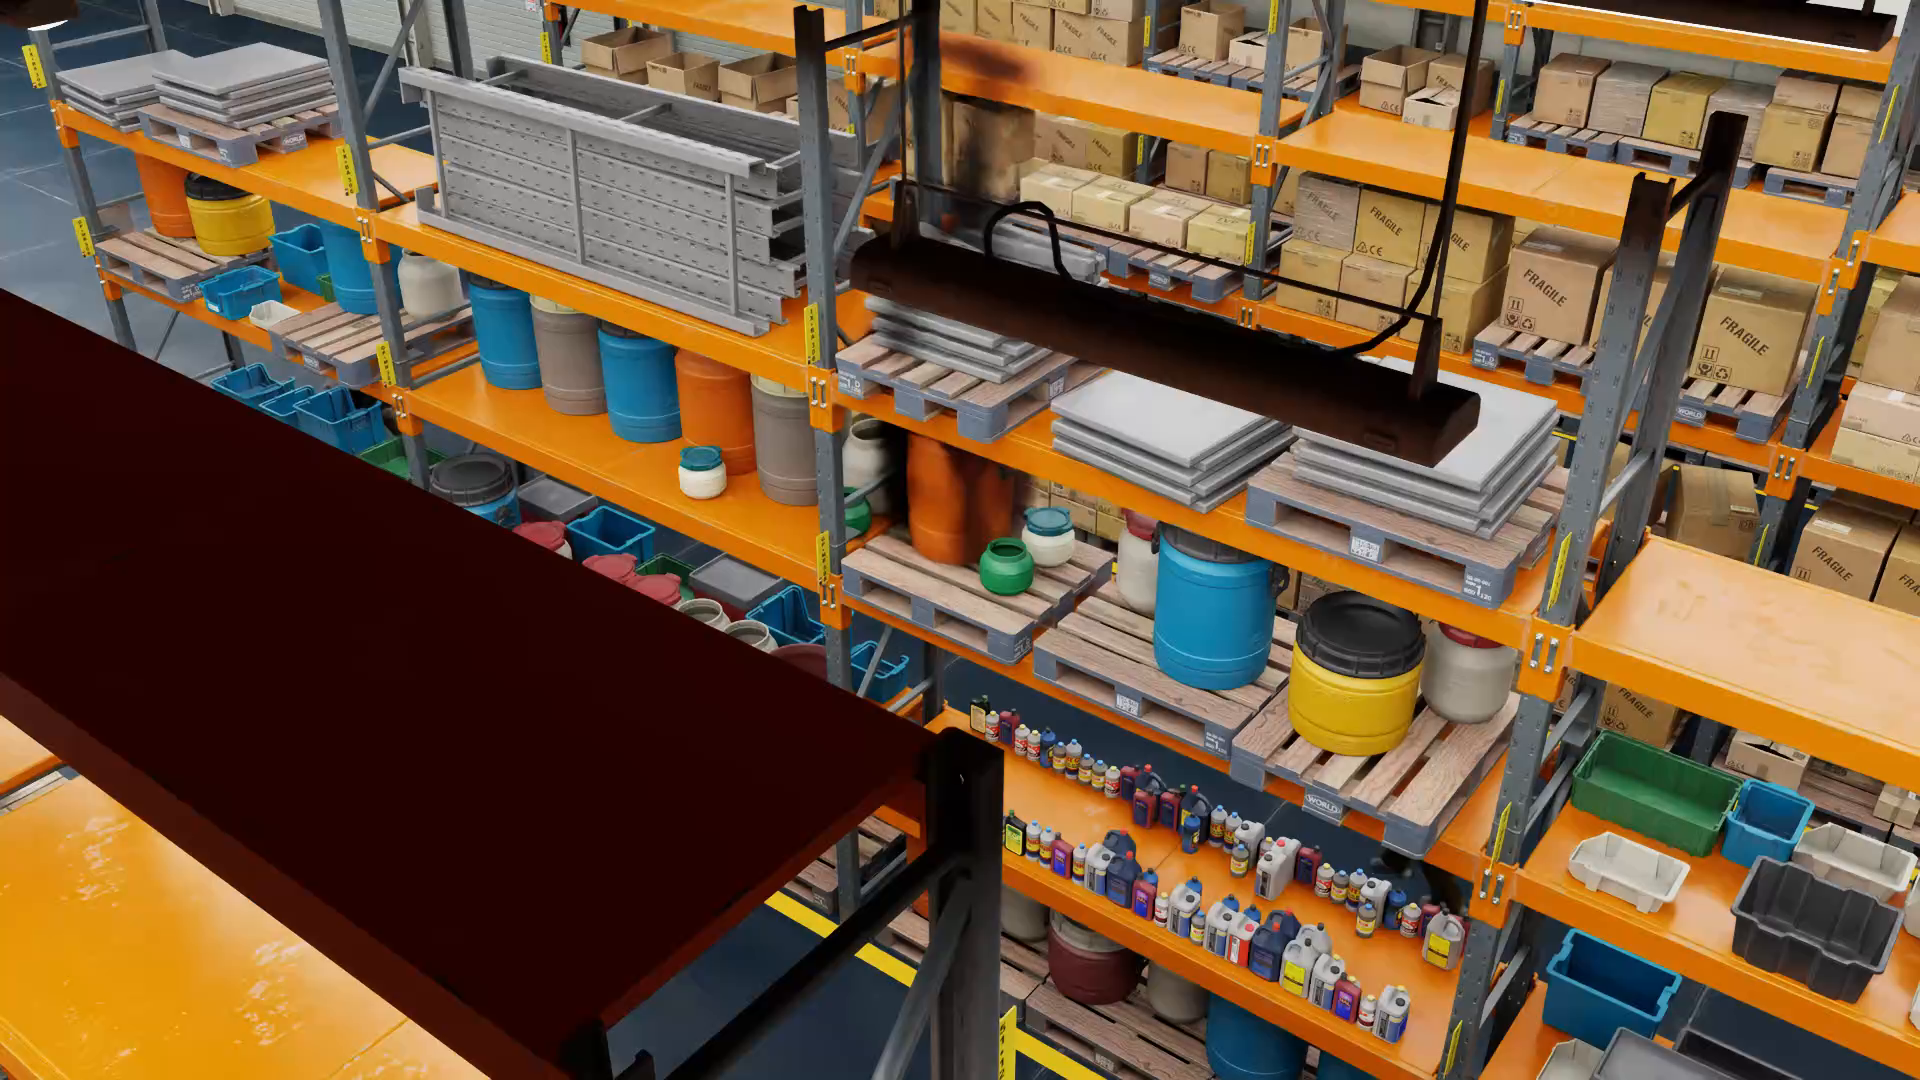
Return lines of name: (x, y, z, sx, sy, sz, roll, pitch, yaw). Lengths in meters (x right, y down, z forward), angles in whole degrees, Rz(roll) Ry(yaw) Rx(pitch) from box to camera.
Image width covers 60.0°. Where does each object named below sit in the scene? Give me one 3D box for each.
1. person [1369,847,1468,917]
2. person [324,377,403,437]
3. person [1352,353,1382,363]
person: (2.877, 1.658, 10.411, 0.807, 1.859, 0.702, 27, 41, 37)
person: (-5.560, -1.255, 15.755, 0.828, 1.681, 0.703, -19, 36, -29)
person: (3.768, -1.207, 15.550, 0.852, 1.789, 0.707, 15, 34, 23)
